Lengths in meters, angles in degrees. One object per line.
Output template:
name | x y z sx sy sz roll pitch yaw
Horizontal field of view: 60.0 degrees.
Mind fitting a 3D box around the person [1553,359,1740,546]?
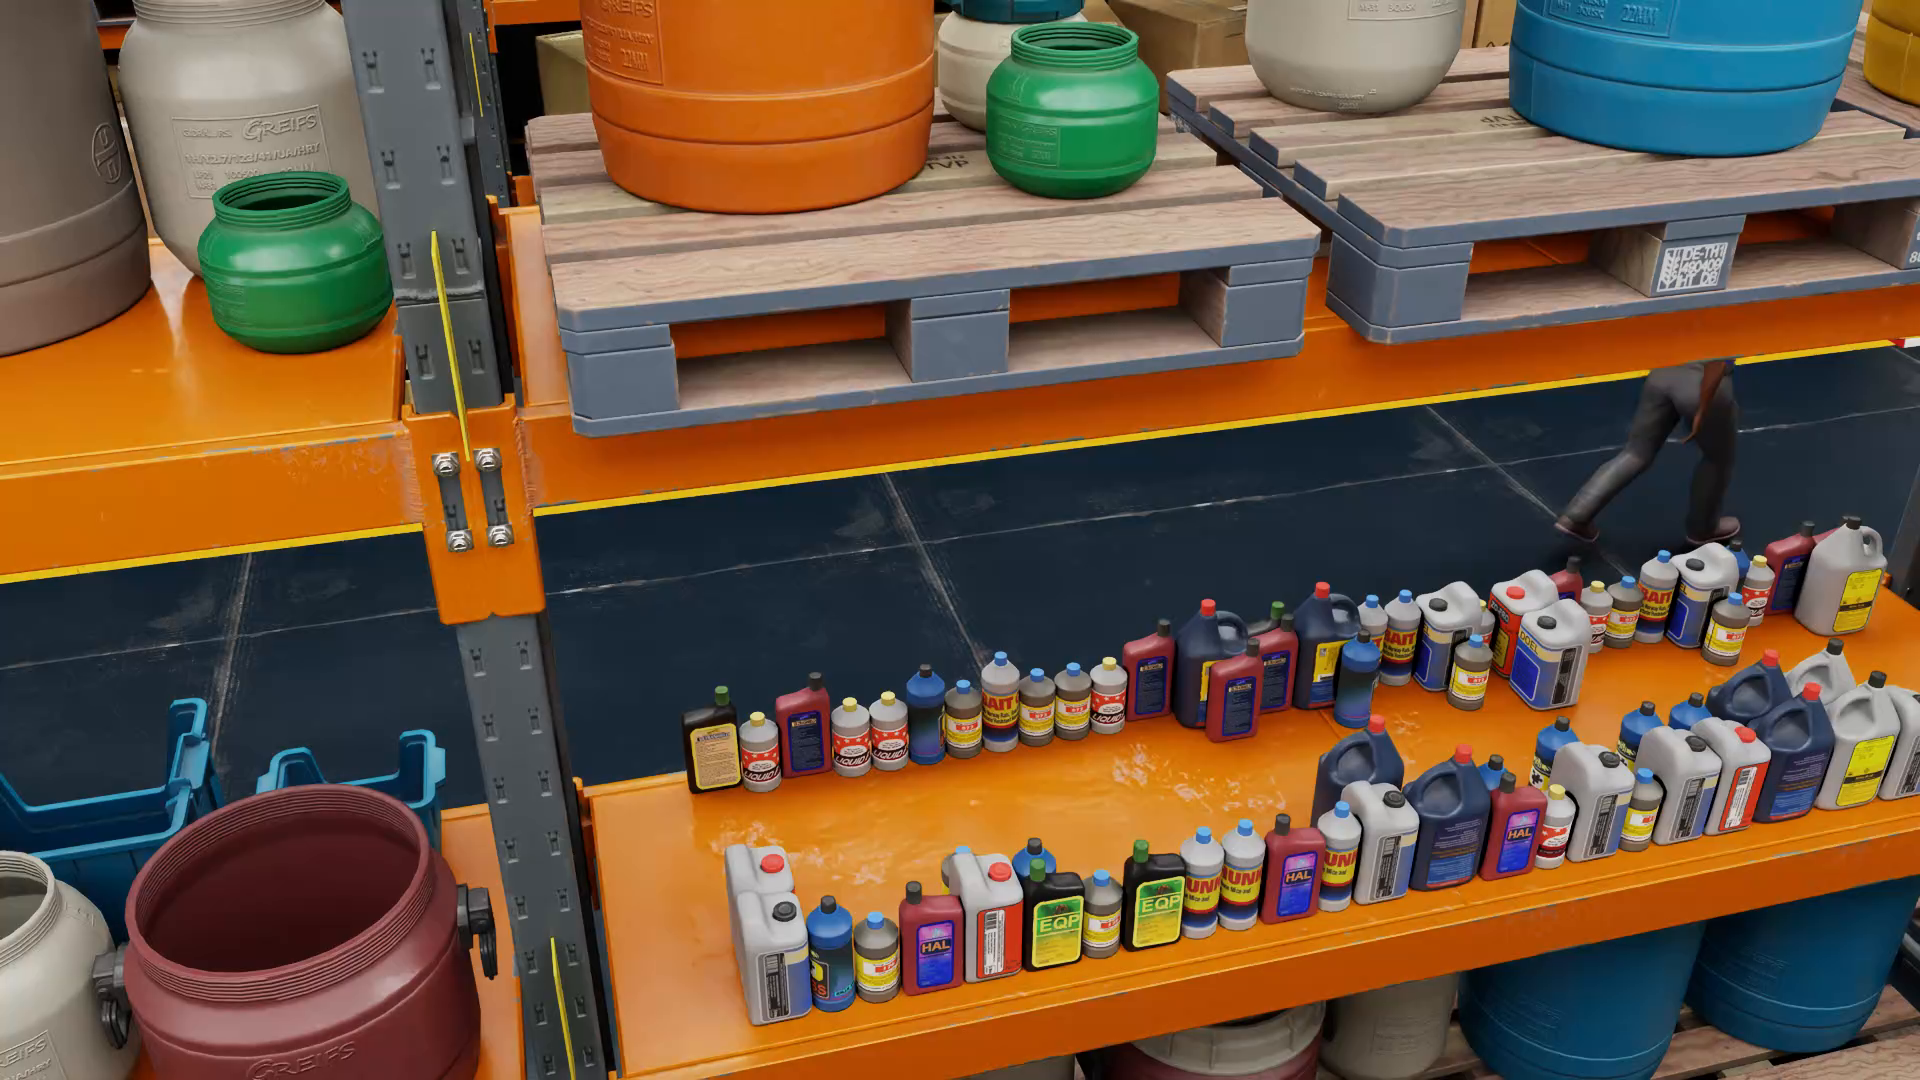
person | 3.153 -0.667 7.285 0.978 1.591 0.456 -14 33 -22
